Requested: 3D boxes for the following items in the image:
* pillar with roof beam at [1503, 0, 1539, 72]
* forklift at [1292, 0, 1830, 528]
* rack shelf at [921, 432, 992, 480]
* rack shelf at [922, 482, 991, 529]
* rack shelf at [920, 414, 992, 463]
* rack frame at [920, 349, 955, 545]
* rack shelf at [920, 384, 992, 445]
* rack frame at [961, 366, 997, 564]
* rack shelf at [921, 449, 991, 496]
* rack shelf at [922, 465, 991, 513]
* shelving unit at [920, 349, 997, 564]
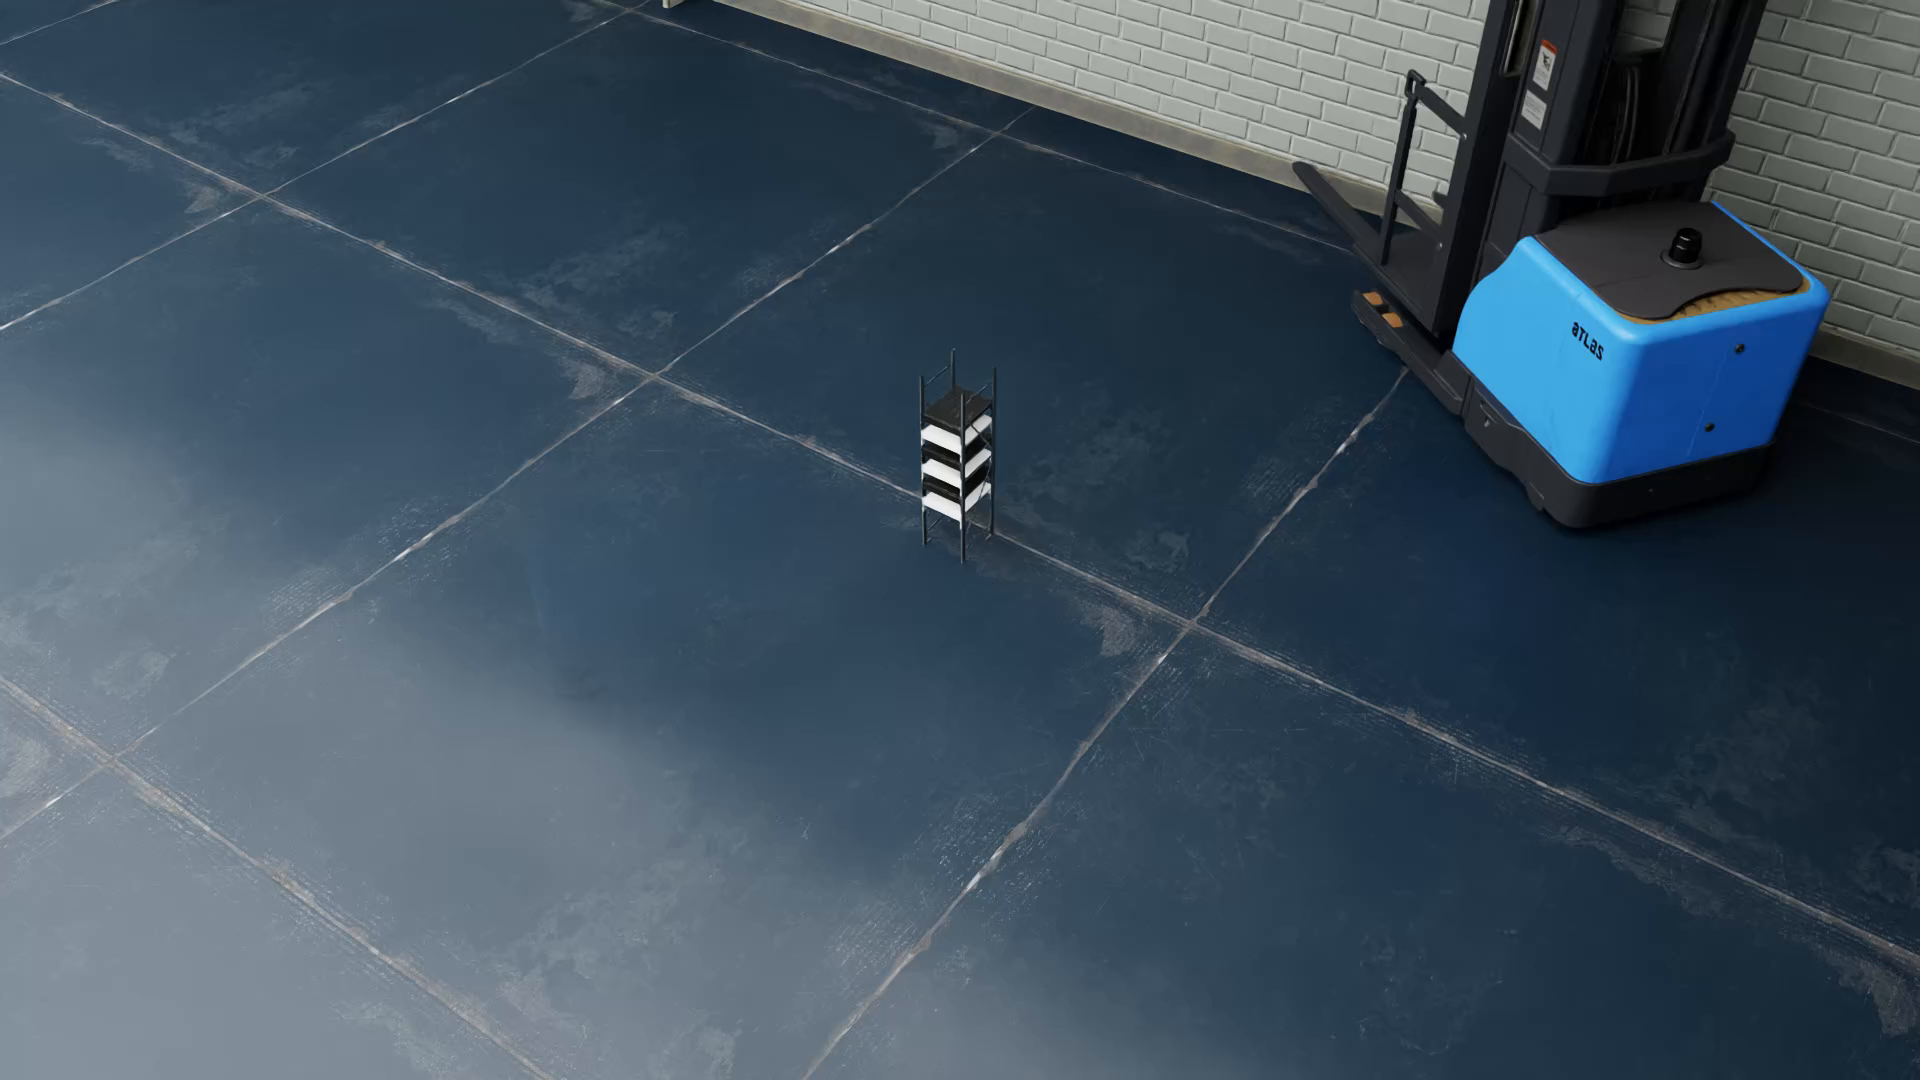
[{"bbox_3d":[0.390,-2.470,3.261,0.400,9.000,9.100,25,48,25],"label":"pillar with roof beam"},{"bbox_3d":[2.640,-2.139,7.442,1.130,2.935,3.031,-12,43,-14],"label":"forklift"},{"bbox_3d":[-0.007,-0.381,6.916,0.200,0.077,0.258,25,48,25],"label":"rack shelf"},{"bbox_3d":[-0.007,-0.179,7.096,0.200,0.077,0.258,25,48,25],"label":"rack shelf"},{"bbox_3d":[-0.007,-0.448,6.856,0.200,0.077,0.258,25,48,25],"label":"rack shelf"},{"bbox_3d":[-0.090,-0.377,6.997,0.006,0.900,0.240,25,48,25],"label":"rack frame"},{"bbox_3d":[-0.007,-0.515,6.796,0.200,0.077,0.258,25,48,25],"label":"rack shelf"},{"bbox_3d":[0.077,-0.300,6.910,0.006,0.900,0.240,25,48,25],"label":"rack frame"},{"bbox_3d":[-0.007,-0.314,6.976,0.200,0.077,0.258,25,48,25],"label":"rack shelf"},{"bbox_3d":[-0.007,-0.247,7.036,0.200,0.077,0.258,25,48,25],"label":"rack shelf"},{"bbox_3d":[-0.007,-0.338,6.953,0.210,0.900,0.258,25,48,25],"label":"shelving unit"}]
